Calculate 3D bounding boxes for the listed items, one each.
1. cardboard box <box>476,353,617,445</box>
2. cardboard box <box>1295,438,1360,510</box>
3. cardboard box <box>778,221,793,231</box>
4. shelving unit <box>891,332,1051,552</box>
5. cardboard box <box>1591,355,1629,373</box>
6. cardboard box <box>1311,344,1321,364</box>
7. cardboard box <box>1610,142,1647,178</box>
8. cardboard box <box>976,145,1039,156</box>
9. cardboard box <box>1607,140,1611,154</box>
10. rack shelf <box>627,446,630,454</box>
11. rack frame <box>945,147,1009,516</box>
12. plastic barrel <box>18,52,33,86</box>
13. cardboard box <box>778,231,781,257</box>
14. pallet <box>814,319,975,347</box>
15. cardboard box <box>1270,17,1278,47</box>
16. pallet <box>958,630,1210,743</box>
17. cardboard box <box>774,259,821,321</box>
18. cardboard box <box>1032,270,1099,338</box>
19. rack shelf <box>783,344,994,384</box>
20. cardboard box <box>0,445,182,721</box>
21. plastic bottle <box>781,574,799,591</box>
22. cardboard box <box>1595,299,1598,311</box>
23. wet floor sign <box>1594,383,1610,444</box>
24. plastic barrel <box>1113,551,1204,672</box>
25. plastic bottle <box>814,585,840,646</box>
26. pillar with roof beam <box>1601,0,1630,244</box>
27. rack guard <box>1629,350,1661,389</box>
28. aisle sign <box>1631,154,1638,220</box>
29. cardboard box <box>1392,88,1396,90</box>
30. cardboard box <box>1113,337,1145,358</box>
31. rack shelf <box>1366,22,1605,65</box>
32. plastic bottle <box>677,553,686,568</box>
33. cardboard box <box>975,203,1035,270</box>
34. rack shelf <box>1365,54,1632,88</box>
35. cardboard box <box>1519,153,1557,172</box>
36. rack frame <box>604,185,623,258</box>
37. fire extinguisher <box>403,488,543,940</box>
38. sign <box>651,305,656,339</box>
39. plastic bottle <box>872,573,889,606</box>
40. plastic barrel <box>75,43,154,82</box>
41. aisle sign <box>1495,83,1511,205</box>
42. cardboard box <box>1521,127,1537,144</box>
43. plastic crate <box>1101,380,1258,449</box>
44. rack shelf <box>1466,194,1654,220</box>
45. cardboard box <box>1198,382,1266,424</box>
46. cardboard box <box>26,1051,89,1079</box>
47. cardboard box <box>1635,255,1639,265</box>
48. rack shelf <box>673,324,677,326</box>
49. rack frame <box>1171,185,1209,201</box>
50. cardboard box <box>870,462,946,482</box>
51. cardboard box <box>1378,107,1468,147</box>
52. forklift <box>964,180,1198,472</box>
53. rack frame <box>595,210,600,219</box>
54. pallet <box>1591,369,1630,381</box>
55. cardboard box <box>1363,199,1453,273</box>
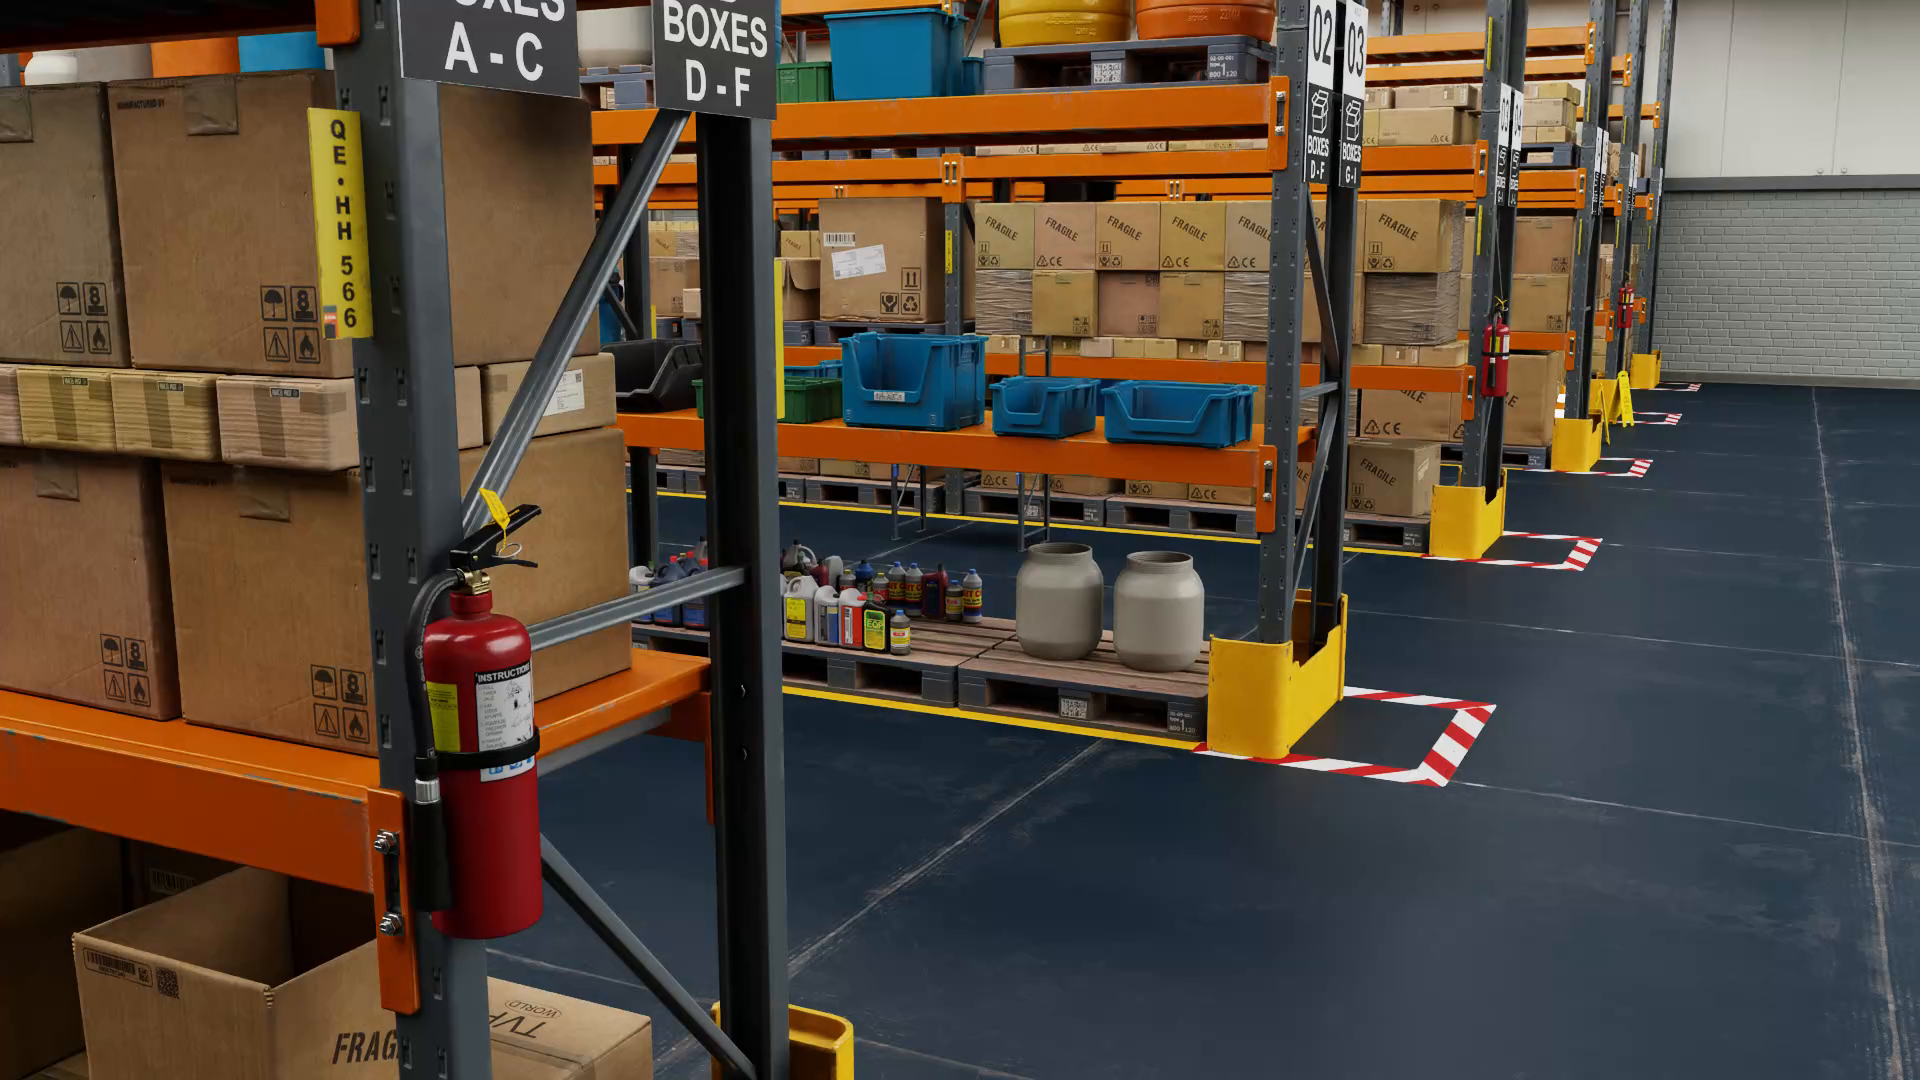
[{"bbox_3d":[-0.899,-0.289,3.305,0.250,0.149,0.380,5,11,25],"label":"cardboard box"},{"bbox_3d":[2.640,-0.508,12.453,0.500,0.500,0.500,9,14,41],"label":"cardboard box"},{"bbox_3d":[-2.801,-4.893,25.931,0.250,0.149,0.380,5,11,25],"label":"cardboard box"},{"bbox_3d":[0.077,-0.731,12.060,1.048,1.500,0.538,5,11,26],"label":"shelving unit"},{"bbox_3d":[9.761,-2.654,25.011,0.500,0.250,0.500,5,11,26],"label":"cardboard box"},{"bbox_3d":[2.709,-1.357,12.010,0.250,0.149,0.380,5,11,26],"label":"cardboard box"},{"bbox_3d":[9.817,-5.590,24.533,0.500,0.500,0.500,5,12,28],"label":"cardboard box"},{"bbox_3d":[0.447,-3.079,12.817,0.500,0.250,0.500,5,11,24],"label":"cardboard box"},{"bbox_3d":[7.695,-4.745,20.067,0.250,0.149,0.380,5,11,26],"label":"cardboard box"},{"bbox_3d":[-3.828,-0.765,10.057,4.000,0.370,1.077,5,11,26],"label":"rack shelf"},{"bbox_3d":[0.157,-1.753,13.493,0.127,3.000,1.000,5,11,26],"label":"rack frame"},{"bbox_3d":[-6.130,-3.216,10.770,0.708,0.830,0.600,5,11,26],"label":"plastic barrel"},{"bbox_3d":[-2.953,-4.583,26.044,0.500,0.500,0.500,5,11,26],"label":"cardboard box"},{"bbox_3d":[-0.464,-1.742,13.971,1.213,0.211,1.003,5,11,26],"label":"pallet"},{"bbox_3d":[2.242,-3.437,11.855,0.500,0.500,0.500,5,11,26],"label":"cardboard box"},{"bbox_3d":[0.737,0.662,7.979,1.213,0.211,1.003,5,11,26],"label":"pallet"},{"bbox_3d":[-1.439,-2.132,14.119,0.637,0.503,0.797,6,12,32],"label":"cardboard box"},{"bbox_3d":[0.966,-1.858,12.958,0.500,0.500,0.875,5,11,26],"label":"cardboard box"},{"bbox_3d":[-1.637,-1.556,14.427,4.000,0.370,1.077,5,11,26],"label":"rack shelf"},{"bbox_3d":[-1.529,0.016,3.441,0.500,0.500,0.700,5,12,27],"label":"cardboard box"},{"bbox_3d":[-0.901,0.315,8.482,0.135,0.276,0.152,5,11,26],"label":"plastic bottle"},{"bbox_3d":[7.699,-2.892,20.492,0.250,0.149,0.380,5,12,28],"label":"cardboard box"},{"bbox_3d":[6.931,-1.377,18.028,0.232,0.644,0.267,3,11,16],"label":"wet floor sign"},{"bbox_3d":[0.928,0.331,7.783,0.421,0.512,0.421,0,10,0],"label":"plastic barrel"},{"bbox_3d":[-0.627,0.367,8.191,0.135,0.276,0.152,5,11,24],"label":"plastic bottle"},{"bbox_3d":[8.191,-6.277,21.643,0.400,9.000,9.100,5,11,26],"label":"pillar with roof beam"},{"bbox_3d":[10.343,-2.581,25.090,0.348,0.500,1.175,5,11,26],"label":"rack guard"},{"bbox_3d":[8.321,-4.344,20.511,0.004,0.787,0.394,5,11,26],"label":"aisle sign"},{"bbox_3d":[4.209,-4.315,16.233,0.250,0.149,0.380,5,11,26],"label":"cardboard box"},{"bbox_3d":[1.348,-1.470,12.633,0.250,0.149,0.380,5,11,26],"label":"cardboard box"},{"bbox_3d":[4.236,-4.781,16.520,4.000,0.370,1.077,5,11,26],"label":"rack shelf"},{"bbox_3d":[-1.572,0.178,9.449,0.097,0.201,0.097,0,10,0],"label":"plastic bottle"},{"bbox_3d":[0.448,-2.364,12.948,0.500,0.500,0.500,5,11,26],"label":"cardboard box"},{"bbox_3d":[6.335,-5.774,20.897,4.000,0.370,1.077,5,11,26],"label":"rack shelf"},{"bbox_3d":[7.106,-4.608,20.433,0.500,0.250,0.500,5,11,25],"label":"cardboard box"},{"bbox_3d":[-3.430,-2.068,15.234,0.127,3.000,1.000,5,11,26],"label":"rack frame"},{"bbox_3d":[-0.742,0.266,2.556,0.183,0.674,0.296,5,11,26],"label":"fire extinguisher"},{"bbox_3d":[-1.781,-1.185,9.578,0.005,0.325,0.100,5,11,26],"label":"sign"},{"bbox_3d":[-0.422,0.279,8.891,0.097,0.201,0.097,0,10,0],"label":"plastic bottle"},{"bbox_3d":[-4.981,-2.900,10.002,0.600,0.901,0.600,0,10,0],"label":"plastic barrel"},{"bbox_3d":[3.667,-2.664,11.228,0.004,0.787,0.394,5,11,26],"label":"aisle sign"},{"bbox_3d":[5.355,-3.822,15.749,0.250,0.149,0.380,5,11,26],"label":"cardboard box"},{"bbox_3d":[0.971,-0.565,7.347,0.616,0.251,0.499,5,11,26],"label":"plastic crate"},{"bbox_3d":[8.528,-5.093,25.546,4.000,0.370,1.077,5,11,26],"label":"rack shelf"},{"bbox_3d":[2.975,-1.637,17.642,0.875,0.875,0.875,5,11,27],"label":"cardboard box"},{"bbox_3d":[-1.708,1.258,3.398,0.500,0.250,0.500,5,11,26],"label":"cardboard box"},{"bbox_3d":[10.132,-4.250,25.188,0.250,0.149,0.380,5,11,24],"label":"cardboard box"},{"bbox_3d":[-2.939,-2.656,20.502,4.000,0.370,1.077,5,11,26],"label":"rack shelf"},{"bbox_3d":[2.442,-2.537,17.825,0.127,3.000,1.000,5,11,26],"label":"rack frame"},{"bbox_3d":[-0.384,-0.791,13.962,0.500,0.500,0.700,4,11,21],"label":"cardboard box"},{"bbox_3d":[3.199,-2.837,11.483,0.500,0.250,0.500,5,12,27],"label":"cardboard box"},{"bbox_3d":[0.583,-1.986,14.971,3.031,2.935,1.130,5,11,25],"label":"forklift"},{"bbox_3d":[-6.220,-4.281,27.462,0.127,3.000,1.000,5,11,26],"label":"rack frame"},{"bbox_3d":[9.617,-2.495,25.422,1.213,0.211,1.003,5,11,26],"label":"pallet"},{"bbox_3d":[3.141,-2.129,11.648,0.500,0.500,0.500,5,11,26],"label":"cardboard box"}]
